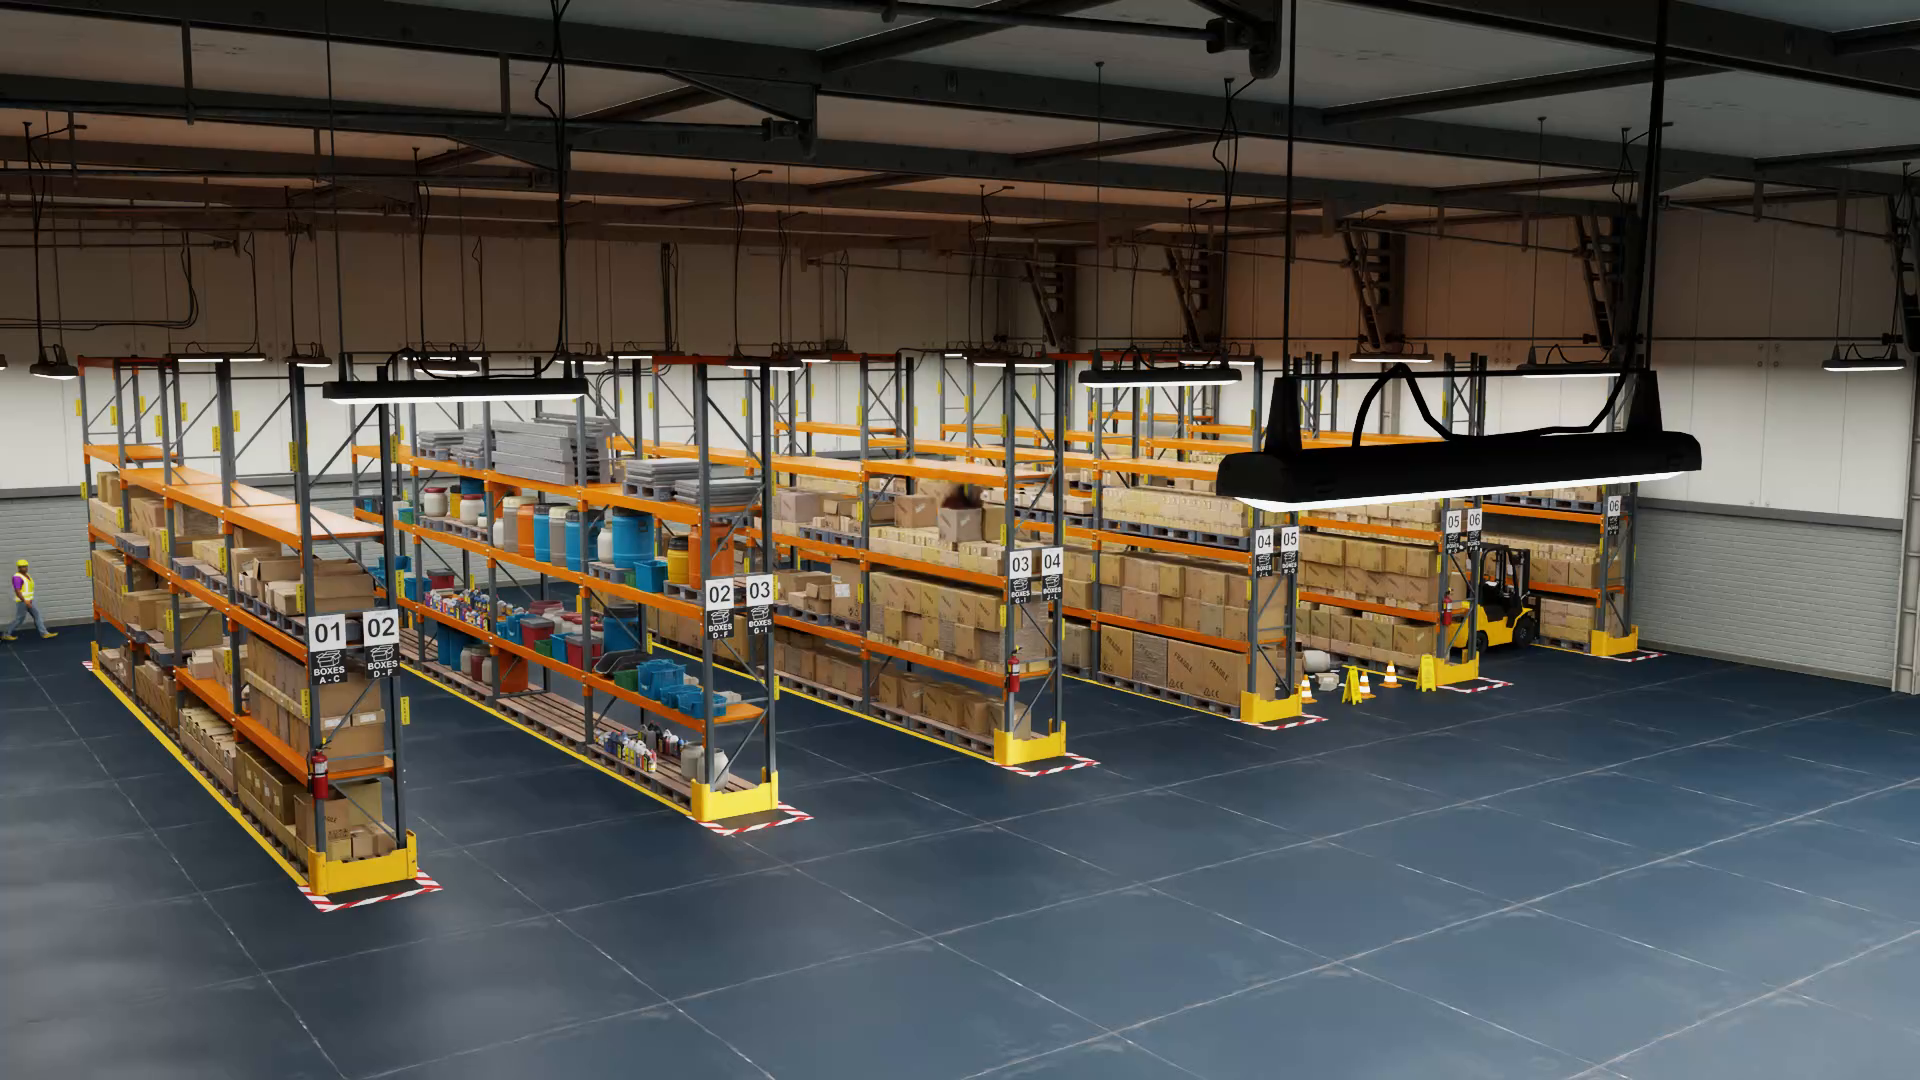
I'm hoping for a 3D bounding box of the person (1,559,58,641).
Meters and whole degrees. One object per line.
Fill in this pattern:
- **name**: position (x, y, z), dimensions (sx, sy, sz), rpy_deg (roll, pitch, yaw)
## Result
- **person**: position (-19.542, 1.258, 34.841), dimensions (1.033, 1.723, 0.711), rpy_deg (-2, 7, -19)
